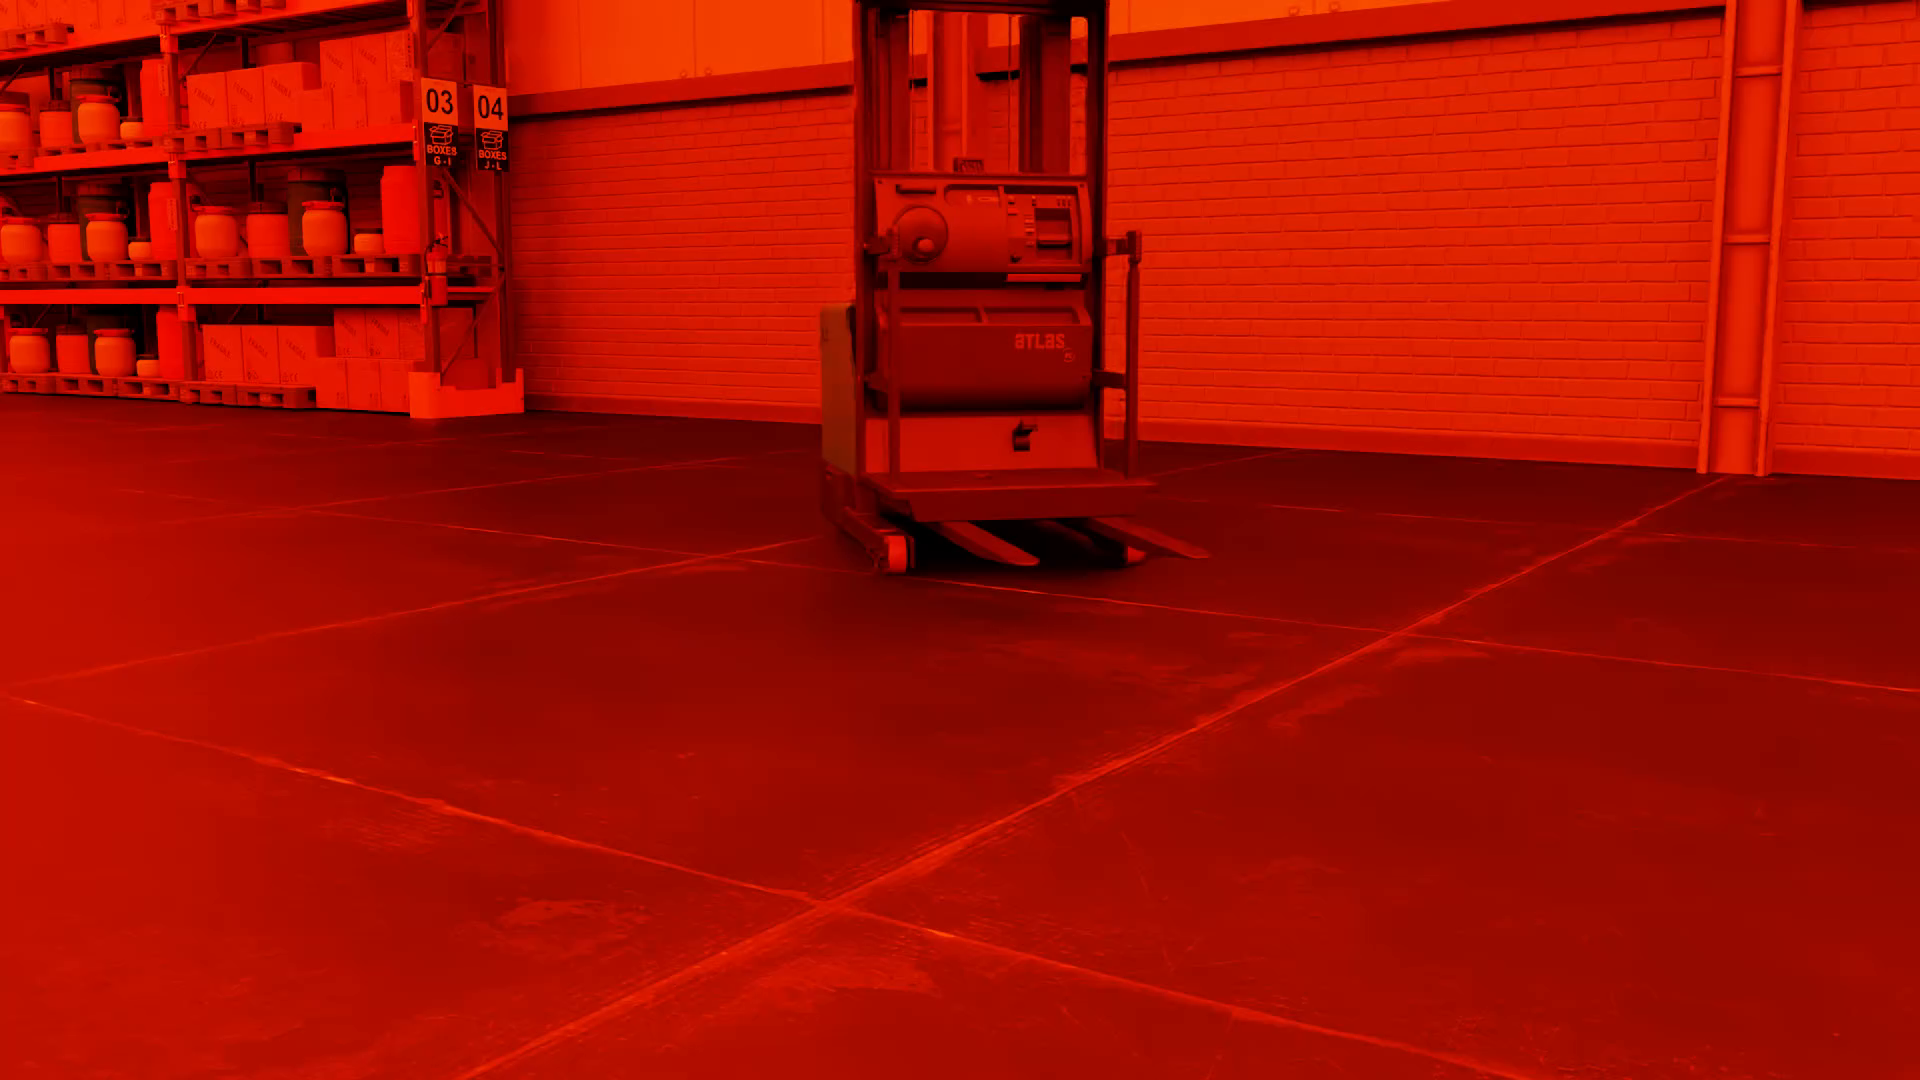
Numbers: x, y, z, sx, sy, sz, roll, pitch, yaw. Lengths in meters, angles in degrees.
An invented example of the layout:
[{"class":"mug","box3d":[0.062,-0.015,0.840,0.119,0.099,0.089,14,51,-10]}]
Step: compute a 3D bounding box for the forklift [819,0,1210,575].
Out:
[{"class":"forklift","box3d":[0.154,-1.368,6.811,1.130,2.935,3.031,-2,8,-14]}]
